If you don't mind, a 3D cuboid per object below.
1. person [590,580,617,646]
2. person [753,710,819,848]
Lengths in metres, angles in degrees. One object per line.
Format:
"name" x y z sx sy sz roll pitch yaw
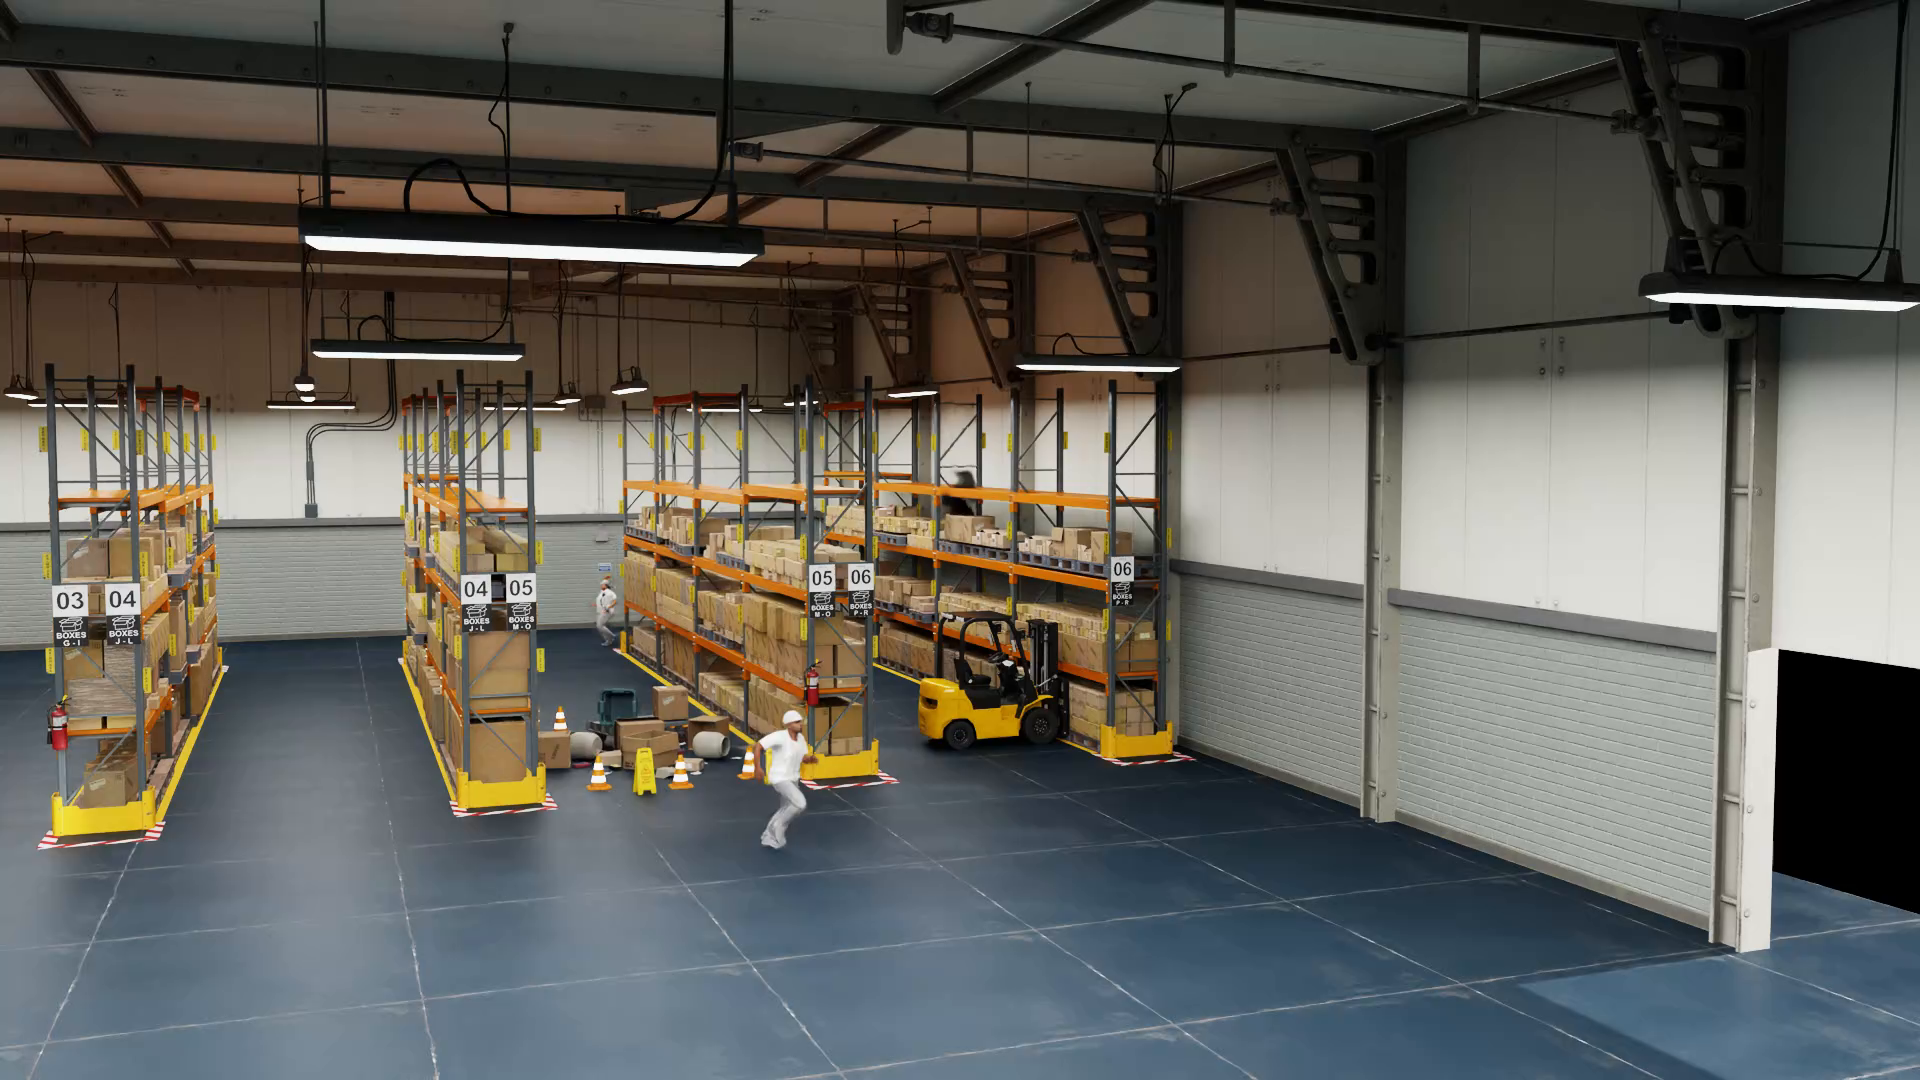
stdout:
"person" -8.789 1.795 40.901 0.545 1.622 0.593 -2 4 -35
"person" -2.103 2.937 20.339 0.745 1.707 0.744 2 4 29
